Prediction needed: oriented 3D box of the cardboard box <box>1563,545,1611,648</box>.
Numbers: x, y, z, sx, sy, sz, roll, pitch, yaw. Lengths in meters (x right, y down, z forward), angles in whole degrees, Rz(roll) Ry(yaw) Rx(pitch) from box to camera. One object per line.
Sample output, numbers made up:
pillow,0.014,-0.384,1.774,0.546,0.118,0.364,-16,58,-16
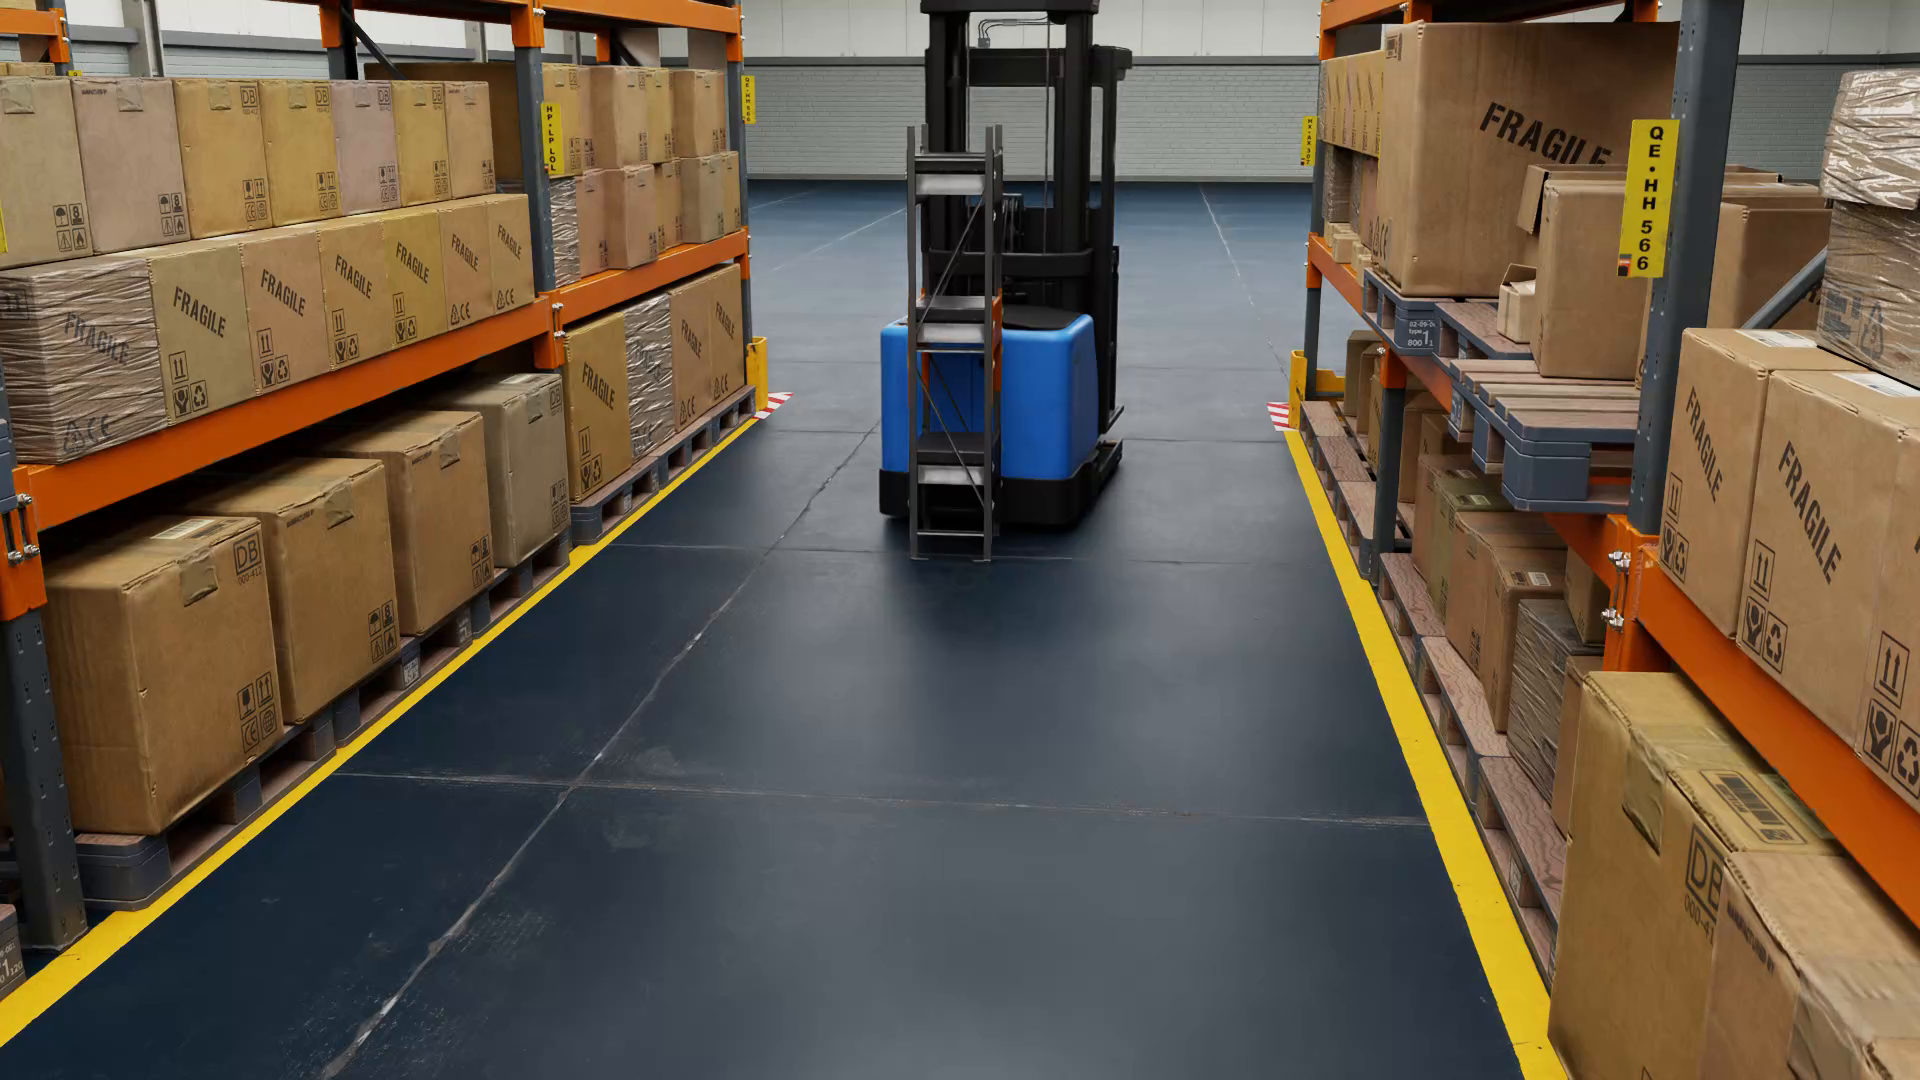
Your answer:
cardboard box,2.088,0.137,4.919,0.500,0.250,0.500,3,16,13

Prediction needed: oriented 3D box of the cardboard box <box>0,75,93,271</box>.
cardboard box,-2.864,-1.002,4.515,0.700,0.500,0.500,2,15,6

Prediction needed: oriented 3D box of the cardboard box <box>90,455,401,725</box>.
cardboard box,-2.671,0.146,5.881,1.050,0.750,0.750,2,15,7

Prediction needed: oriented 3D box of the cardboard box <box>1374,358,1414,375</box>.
cardboard box,2.685,-0.775,9.764,0.500,0.500,0.500,3,15,11

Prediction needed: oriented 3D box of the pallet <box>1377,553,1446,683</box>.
pallet,2.357,0.328,7.046,1.003,0.211,1.213,2,15,6

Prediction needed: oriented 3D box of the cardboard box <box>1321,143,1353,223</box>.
cardboard box,2.806,-2.308,10.689,0.875,0.500,0.500,2,15,6

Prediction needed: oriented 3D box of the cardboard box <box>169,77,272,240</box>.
cardboard box,-2.753,-1.267,5.493,0.700,0.500,0.500,1,15,5

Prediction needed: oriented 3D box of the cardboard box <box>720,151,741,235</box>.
cardboard box,-2.019,-2.405,11.522,0.875,0.550,0.550,2,15,6

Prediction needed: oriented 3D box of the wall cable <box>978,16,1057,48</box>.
wall cable,1.604,-15.301,41.493,2.305,6.003,0.169,2,15,6

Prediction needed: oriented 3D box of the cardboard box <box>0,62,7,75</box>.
cardboard box,-6.857,-2.954,11.164,0.700,0.500,0.500,2,15,7

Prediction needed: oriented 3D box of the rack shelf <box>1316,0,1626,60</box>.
rack shelf,2.669,-2.840,9.049,1.077,0.370,4.000,2,15,6

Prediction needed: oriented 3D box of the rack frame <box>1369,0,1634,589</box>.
rack frame,2.444,-1.220,7.429,1.000,3.000,0.127,2,15,6

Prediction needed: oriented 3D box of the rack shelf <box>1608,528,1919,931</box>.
rack shelf,1.766,0.683,1.768,1.077,0.370,4.000,2,15,6

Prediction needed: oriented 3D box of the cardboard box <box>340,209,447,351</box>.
cardboard box,-2.381,-1.036,6.554,0.500,0.500,0.500,2,15,7

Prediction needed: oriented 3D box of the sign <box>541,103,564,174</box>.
sign,-1.933,-1.900,7.875,0.100,0.325,0.005,2,15,6

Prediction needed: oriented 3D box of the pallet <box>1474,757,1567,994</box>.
pallet,2.082,0.961,4.705,1.003,0.211,1.213,2,15,6

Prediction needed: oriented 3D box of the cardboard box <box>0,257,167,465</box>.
cardboard box,-2.606,-0.512,4.617,0.500,0.500,0.500,2,15,7

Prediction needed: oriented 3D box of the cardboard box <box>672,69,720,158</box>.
cardboard box,-2.073,-2.783,10.853,0.875,0.550,0.550,2,15,6

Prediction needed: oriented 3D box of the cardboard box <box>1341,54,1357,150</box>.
cardboard box,2.393,-2.409,9.146,0.500,0.500,0.500,2,15,6

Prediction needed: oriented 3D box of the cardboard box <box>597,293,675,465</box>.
cardboard box,-2.235,-0.965,9.749,0.875,0.875,0.875,2,15,7

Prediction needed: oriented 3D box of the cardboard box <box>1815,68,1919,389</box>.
cardboard box,1.894,-0.526,2.748,0.797,0.503,0.637,2,15,8

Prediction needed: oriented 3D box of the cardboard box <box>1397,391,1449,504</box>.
cardboard box,2.816,-1.637,9.621,1.144,2.239,2.984,7,17,24

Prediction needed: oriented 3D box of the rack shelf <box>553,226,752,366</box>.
rack shelf,-2.248,-1.564,10.078,1.077,0.370,4.000,2,15,6

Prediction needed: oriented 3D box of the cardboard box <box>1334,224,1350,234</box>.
cardboard box,2.528,-1.875,10.333,0.380,0.149,0.250,2,15,6

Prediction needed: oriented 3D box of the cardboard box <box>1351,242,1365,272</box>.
cardboard box,2.360,-1.552,9.137,0.380,0.149,0.250,2,15,6

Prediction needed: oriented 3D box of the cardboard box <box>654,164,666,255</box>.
cardboard box,-2.266,-1.981,9.956,0.875,0.550,0.500,2,15,6

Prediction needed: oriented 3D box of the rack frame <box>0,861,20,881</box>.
rack frame,-2.921,-0.355,4.229,0.949,2.616,0.053,2,15,6

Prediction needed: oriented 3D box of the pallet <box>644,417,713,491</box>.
pallet,-2.175,-0.559,10.324,1.003,0.211,1.213,2,15,6

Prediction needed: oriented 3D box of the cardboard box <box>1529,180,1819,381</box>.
cardboard box,1.977,-0.723,4.593,0.700,0.500,0.500,4,16,15

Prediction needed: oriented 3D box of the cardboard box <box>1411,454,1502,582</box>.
cardboard box,2.353,-0.067,7.111,0.700,0.500,0.500,1,15,2

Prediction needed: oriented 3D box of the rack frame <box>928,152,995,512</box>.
rack frame,0.008,-1.034,8.463,0.380,1.831,0.006,2,15,6

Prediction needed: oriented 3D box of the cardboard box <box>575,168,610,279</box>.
cardboard box,-2.404,-1.704,8.931,0.875,0.550,0.550,2,15,6

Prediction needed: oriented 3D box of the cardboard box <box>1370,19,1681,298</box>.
cardboard box,2.215,-1.511,6.549,1.000,1.000,1.000,2,15,7

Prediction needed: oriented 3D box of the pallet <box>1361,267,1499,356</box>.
pallet,2.213,-0.934,6.736,1.003,0.211,1.213,2,15,6

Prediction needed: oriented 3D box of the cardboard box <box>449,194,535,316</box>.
cardboard box,-2.267,-1.298,7.523,0.500,0.500,0.500,2,15,6

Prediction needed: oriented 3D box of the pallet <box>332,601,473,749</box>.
pallet,-2.621,0.473,6.508,1.003,0.211,1.213,2,15,6

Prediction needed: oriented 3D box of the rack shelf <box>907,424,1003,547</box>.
rack shelf,-0.019,-0.282,8.415,0.431,0.518,0.480,2,15,6

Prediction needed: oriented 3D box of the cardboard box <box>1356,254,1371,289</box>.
cardboard box,2.219,-1.359,8.424,0.380,0.149,0.250,2,15,6

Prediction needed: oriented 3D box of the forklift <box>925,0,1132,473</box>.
forklift,0.401,-1.834,9.830,1.121,2.935,3.031,3,16,12

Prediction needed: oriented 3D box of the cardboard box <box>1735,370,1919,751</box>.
cardboard box,1.868,0.028,2.622,1.016,0.500,0.509,1,15,5

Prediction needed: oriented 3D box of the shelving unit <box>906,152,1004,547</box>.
shelving unit,-5.811,-2.638,8.370,12.070,5.092,0.667,2,15,6

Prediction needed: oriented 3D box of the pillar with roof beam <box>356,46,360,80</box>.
pillar with roof beam,-6.550,-9.979,28.325,9.100,9.000,0.400,2,15,6

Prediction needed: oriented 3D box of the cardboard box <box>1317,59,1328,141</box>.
cardboard box,2.562,-2.798,10.585,0.500,0.500,0.500,2,15,6

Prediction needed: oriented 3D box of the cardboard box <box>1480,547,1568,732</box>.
cardboard box,2.155,0.346,5.584,0.700,0.500,0.500,3,15,11

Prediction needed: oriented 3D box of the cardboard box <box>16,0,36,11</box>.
cardboard box,-6.714,-3.776,11.613,0.380,0.149,0.250,2,15,7

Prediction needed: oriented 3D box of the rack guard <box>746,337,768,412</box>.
rack guard,-2.019,-1.230,12.252,1.175,0.500,0.348,2,15,6

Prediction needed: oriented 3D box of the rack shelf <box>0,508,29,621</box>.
rack shelf,-3.150,0.511,2.405,1.077,0.370,4.000,2,15,6

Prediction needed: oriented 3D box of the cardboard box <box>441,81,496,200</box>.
cardboard box,-2.524,-1.795,7.445,0.700,0.500,0.500,1,15,5

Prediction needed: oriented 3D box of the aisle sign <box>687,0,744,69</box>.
aisle sign,-1.716,-3.695,11.598,0.394,0.787,0.004,2,15,6

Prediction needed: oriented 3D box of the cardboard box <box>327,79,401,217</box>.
cardboard box,-2.637,-1.530,6.467,0.700,0.500,0.500,2,15,7

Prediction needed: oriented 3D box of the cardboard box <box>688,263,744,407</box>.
cardboard box,-2.033,-1.429,11.467,0.875,0.875,0.875,2,15,7

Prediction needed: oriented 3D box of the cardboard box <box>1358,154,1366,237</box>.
cardboard box,2.681,-1.798,9.090,0.875,0.649,0.860,2,15,6

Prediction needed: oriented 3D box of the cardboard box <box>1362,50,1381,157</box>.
cardboard box,2.276,-2.149,8.188,0.500,0.500,0.500,2,15,6
